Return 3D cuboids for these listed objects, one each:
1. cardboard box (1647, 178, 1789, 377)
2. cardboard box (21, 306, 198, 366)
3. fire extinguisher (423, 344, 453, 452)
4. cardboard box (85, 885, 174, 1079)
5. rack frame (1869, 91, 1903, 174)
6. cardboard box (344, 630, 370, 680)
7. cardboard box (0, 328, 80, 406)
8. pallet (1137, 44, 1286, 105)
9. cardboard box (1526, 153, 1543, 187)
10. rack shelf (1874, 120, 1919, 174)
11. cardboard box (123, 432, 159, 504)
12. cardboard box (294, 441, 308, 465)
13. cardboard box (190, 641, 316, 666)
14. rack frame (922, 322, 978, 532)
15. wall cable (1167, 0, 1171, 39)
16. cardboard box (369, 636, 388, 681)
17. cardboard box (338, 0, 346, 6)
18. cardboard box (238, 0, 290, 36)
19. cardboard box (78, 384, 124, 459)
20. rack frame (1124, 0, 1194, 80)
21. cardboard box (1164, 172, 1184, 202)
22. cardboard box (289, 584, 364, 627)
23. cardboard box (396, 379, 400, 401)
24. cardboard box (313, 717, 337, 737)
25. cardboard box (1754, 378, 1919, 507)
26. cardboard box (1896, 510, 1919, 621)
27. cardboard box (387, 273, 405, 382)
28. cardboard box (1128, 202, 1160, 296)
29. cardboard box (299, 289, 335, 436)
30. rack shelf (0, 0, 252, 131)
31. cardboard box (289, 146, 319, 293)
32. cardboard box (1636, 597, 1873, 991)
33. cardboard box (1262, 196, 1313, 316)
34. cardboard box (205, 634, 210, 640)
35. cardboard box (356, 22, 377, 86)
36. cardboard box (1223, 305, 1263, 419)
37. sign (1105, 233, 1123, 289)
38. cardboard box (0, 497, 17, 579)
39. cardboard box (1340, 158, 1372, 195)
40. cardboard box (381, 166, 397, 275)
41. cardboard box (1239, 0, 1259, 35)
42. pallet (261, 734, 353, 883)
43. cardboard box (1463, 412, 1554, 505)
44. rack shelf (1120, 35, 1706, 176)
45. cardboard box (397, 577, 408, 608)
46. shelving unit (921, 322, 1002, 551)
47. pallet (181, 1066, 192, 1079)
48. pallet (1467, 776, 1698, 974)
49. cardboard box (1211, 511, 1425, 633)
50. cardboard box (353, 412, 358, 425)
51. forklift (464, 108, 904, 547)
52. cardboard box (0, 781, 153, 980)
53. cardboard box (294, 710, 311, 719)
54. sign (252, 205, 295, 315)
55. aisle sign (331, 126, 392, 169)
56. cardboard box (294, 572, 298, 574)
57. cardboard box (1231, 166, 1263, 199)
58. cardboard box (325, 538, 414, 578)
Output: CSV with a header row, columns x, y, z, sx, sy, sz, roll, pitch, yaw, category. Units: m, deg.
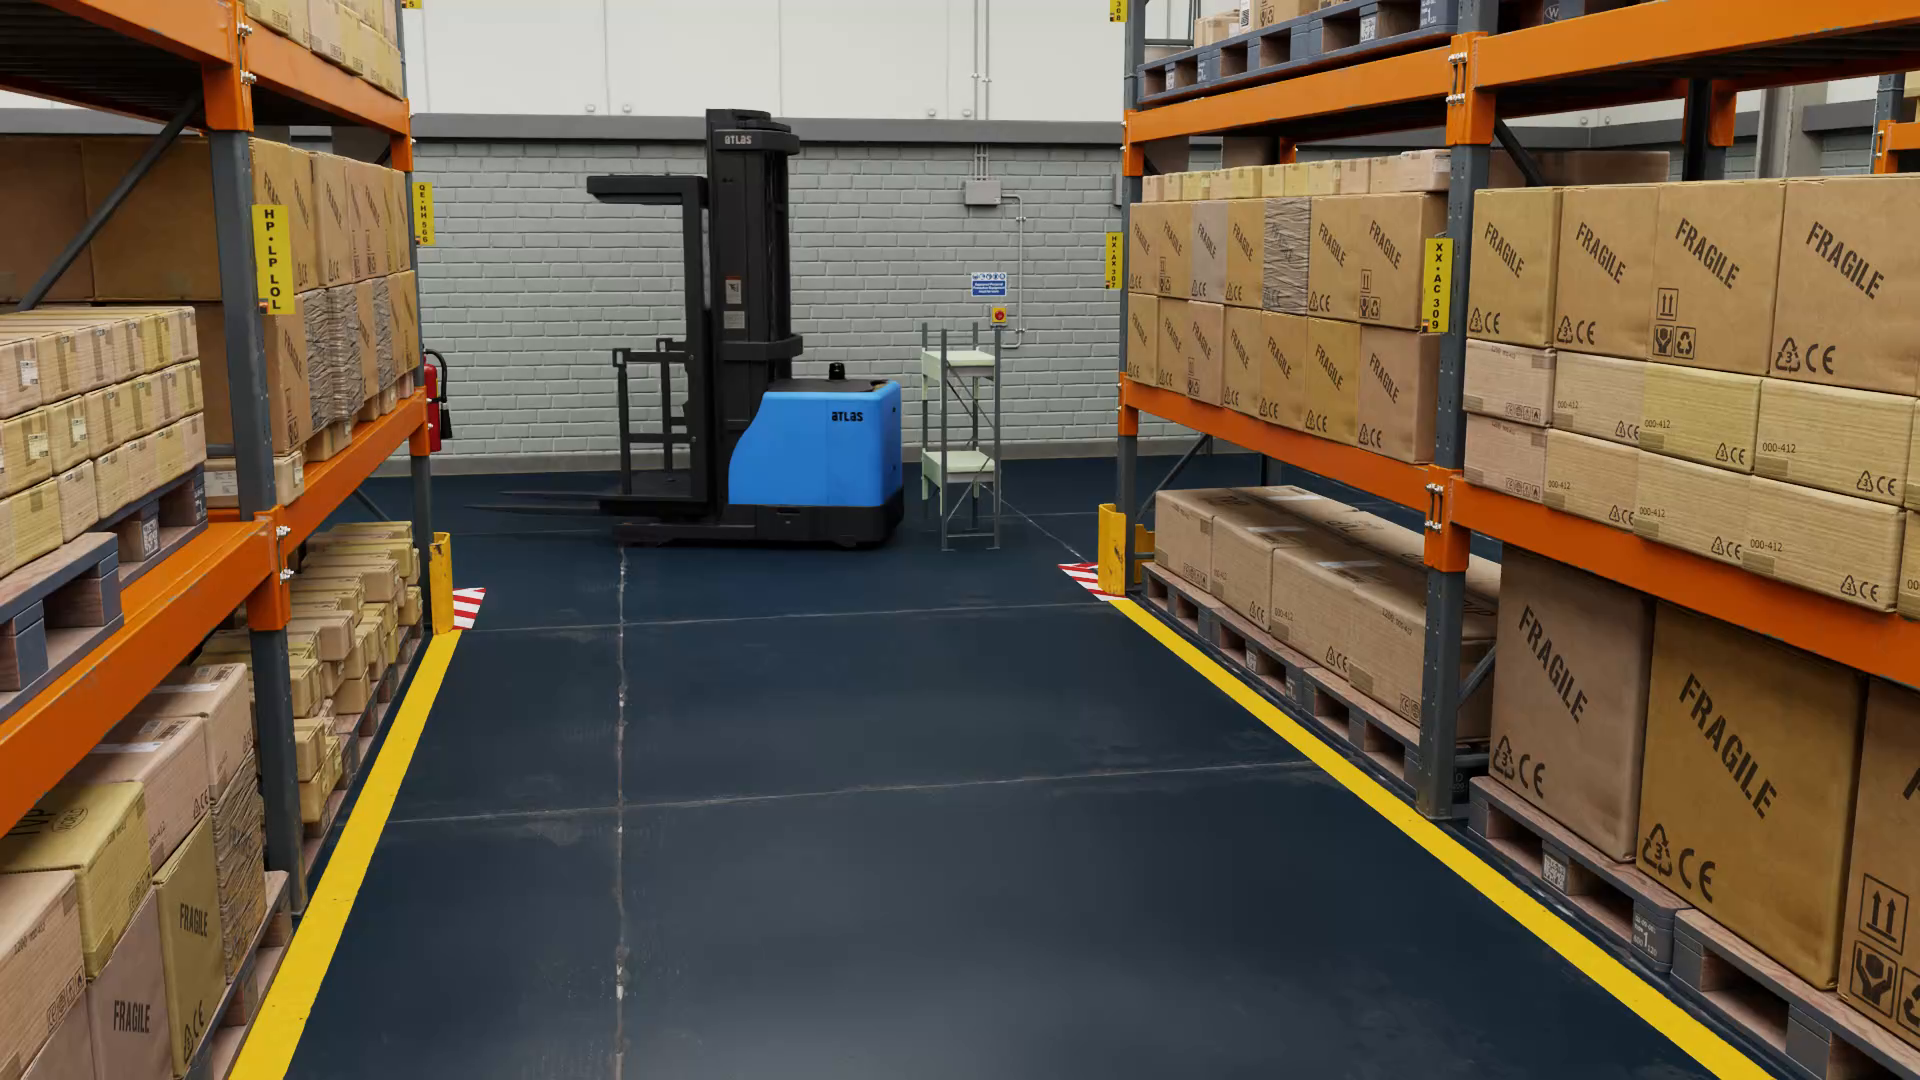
x,y,z,sx,sy,sz,roll,pitch,yaw,category
2.249,-0.717,4.501,0.500,0.500,0.500,-2,11,-12,cardboard box
-2.342,-0.563,4.587,0.380,0.149,0.250,-2,11,-8,cardboard box
-2.986,-0.829,9.236,0.296,0.674,0.183,-2,11,-11,fire extinguisher
-2.026,1.083,3.548,0.500,0.500,0.500,-2,11,-12,cardboard box
6.314,-1.367,10.858,1.000,3.000,0.127,-2,11,-11,rack frame
-2.655,0.480,6.858,0.380,0.149,0.250,-2,11,-11,cardboard box
-2.145,-0.372,3.589,0.380,0.149,0.250,-2,11,-13,cardboard box
1.601,-2.480,8.921,1.003,0.211,1.213,-2,11,-11,pallet
2.352,-1.425,6.486,0.380,0.149,0.250,-2,11,-10,cardboard box
6.703,-2.121,8.717,1.077,0.370,4.000,-2,11,-11,rack shelf
-2.243,-0.178,4.157,0.380,0.149,0.250,-2,11,-11,cardboard box
-2.619,-0.336,6.112,0.380,0.149,0.250,-3,11,-14,cardboard box
-2.568,0.480,6.062,0.380,0.149,0.250,-2,11,-12,cardboard box
-0.070,-0.803,11.903,0.400,1.500,0.023,-2,11,-11,rack frame
0.802,-5.193,14.913,2.355,3.000,0.029,-2,11,-11,wall cable
-2.761,0.531,7.387,0.380,0.149,0.250,-2,11,-10,cardboard box
-2.766,-2.277,6.679,0.500,0.250,0.500,-3,11,-13,cardboard box
-2.443,-1.748,5.238,0.500,0.250,0.500,-2,11,-8,cardboard box
-2.185,-0.273,3.863,0.380,0.149,0.250,-2,11,-13,cardboard box
1.446,-4.133,9.345,1.000,3.000,0.127,-2,11,-11,rack frame
1.303,-1.873,8.836,0.380,0.149,0.250,-2,11,-9,cardboard box
-2.754,0.290,7.062,0.380,0.149,0.250,-2,11,-11,cardboard box
-3.037,-0.768,8.379,0.380,0.149,0.250,-2,11,-11,cardboard box
-2.518,0.769,6.134,0.380,0.149,0.250,-2,11,-11,cardboard box
2.334,-0.253,4.065,0.500,0.250,0.500,-2,11,-13,cardboard box
2.452,0.085,3.626,0.500,0.250,0.500,-2,11,-12,cardboard box
-2.955,-1.015,7.944,0.500,0.500,0.500,-2,11,-12,cardboard box
1.260,-1.628,9.286,0.500,0.500,0.500,-2,11,-12,cardboard box
-2.564,-0.640,5.972,0.500,0.500,0.500,-2,11,-11,cardboard box
-2.223,-1.007,2.868,1.077,0.370,4.000,-2,11,-11,rack shelf
-2.576,-1.126,5.855,0.500,0.500,0.500,-2,11,-13,cardboard box
2.607,0.661,4.760,0.875,0.875,0.875,-2,11,-9,cardboard box
1.663,-1.256,7.330,0.500,0.500,0.500,-2,11,-10,cardboard box
-3.262,0.356,6.716,0.380,0.149,0.250,-3,11,-13,cardboard box
-2.852,-2.129,7.238,0.500,0.250,0.500,-2,11,-9,cardboard box
1.579,-0.860,7.924,0.500,0.500,0.500,-2,11,-9,cardboard box
0.901,-1.631,9.717,0.100,0.325,0.005,-2,11,-11,sign
-2.032,0.017,3.136,0.380,0.149,0.250,-2,11,-13,cardboard box
1.801,-1.501,6.881,0.380,0.149,0.250,-2,11,-11,cardboard box
-2.958,-1.506,7.850,0.500,0.500,0.500,-3,11,-13,cardboard box
1.688,-2.595,8.133,0.500,0.311,0.500,-2,11,-10,cardboard box
-2.777,0.994,5.909,1.003,0.211,1.213,-2,11,-11,pallet
2.051,-0.288,5.591,0.500,0.250,0.500,-2,11,-12,cardboard box
1.835,-1.939,7.765,1.077,0.370,4.000,-2,11,-11,rack shelf
-2.904,0.242,8.108,0.380,0.149,0.250,-3,11,-13,cardboard box
0.001,-0.736,11.550,0.431,1.500,0.755,-2,11,-11,shelving unit
-2.218,1.483,3.341,1.003,0.211,1.213,-2,11,-11,pallet
2.448,1.056,5.583,1.003,0.211,1.213,-2,11,-11,pallet
1.859,0.151,8.609,0.875,0.438,0.875,-2,11,-9,cardboard box
-2.885,-0.575,7.368,0.380,0.149,0.250,-3,11,-13,cardboard box
-1.966,-1.487,11.668,3.031,2.935,1.130,1,11,7,forklift
-2.015,0.718,3.459,0.500,0.250,0.500,-3,11,-14,cardboard box
-2.506,0.673,5.845,0.380,0.149,0.250,-2,11,-11,cardboard box
-2.068,-0.844,5.009,0.100,0.325,0.005,-2,11,-11,sign
-3.110,-2.289,8.747,0.394,0.787,0.004,-2,11,-11,aisle sign
-3.407,0.260,8.015,0.380,0.149,0.250,-2,11,-10,cardboard box
1.504,-1.684,7.845,0.380,0.149,0.250,-2,11,-12,cardboard box
-2.871,0.093,8.094,0.380,0.149,0.250,-2,11,-12,cardboard box
